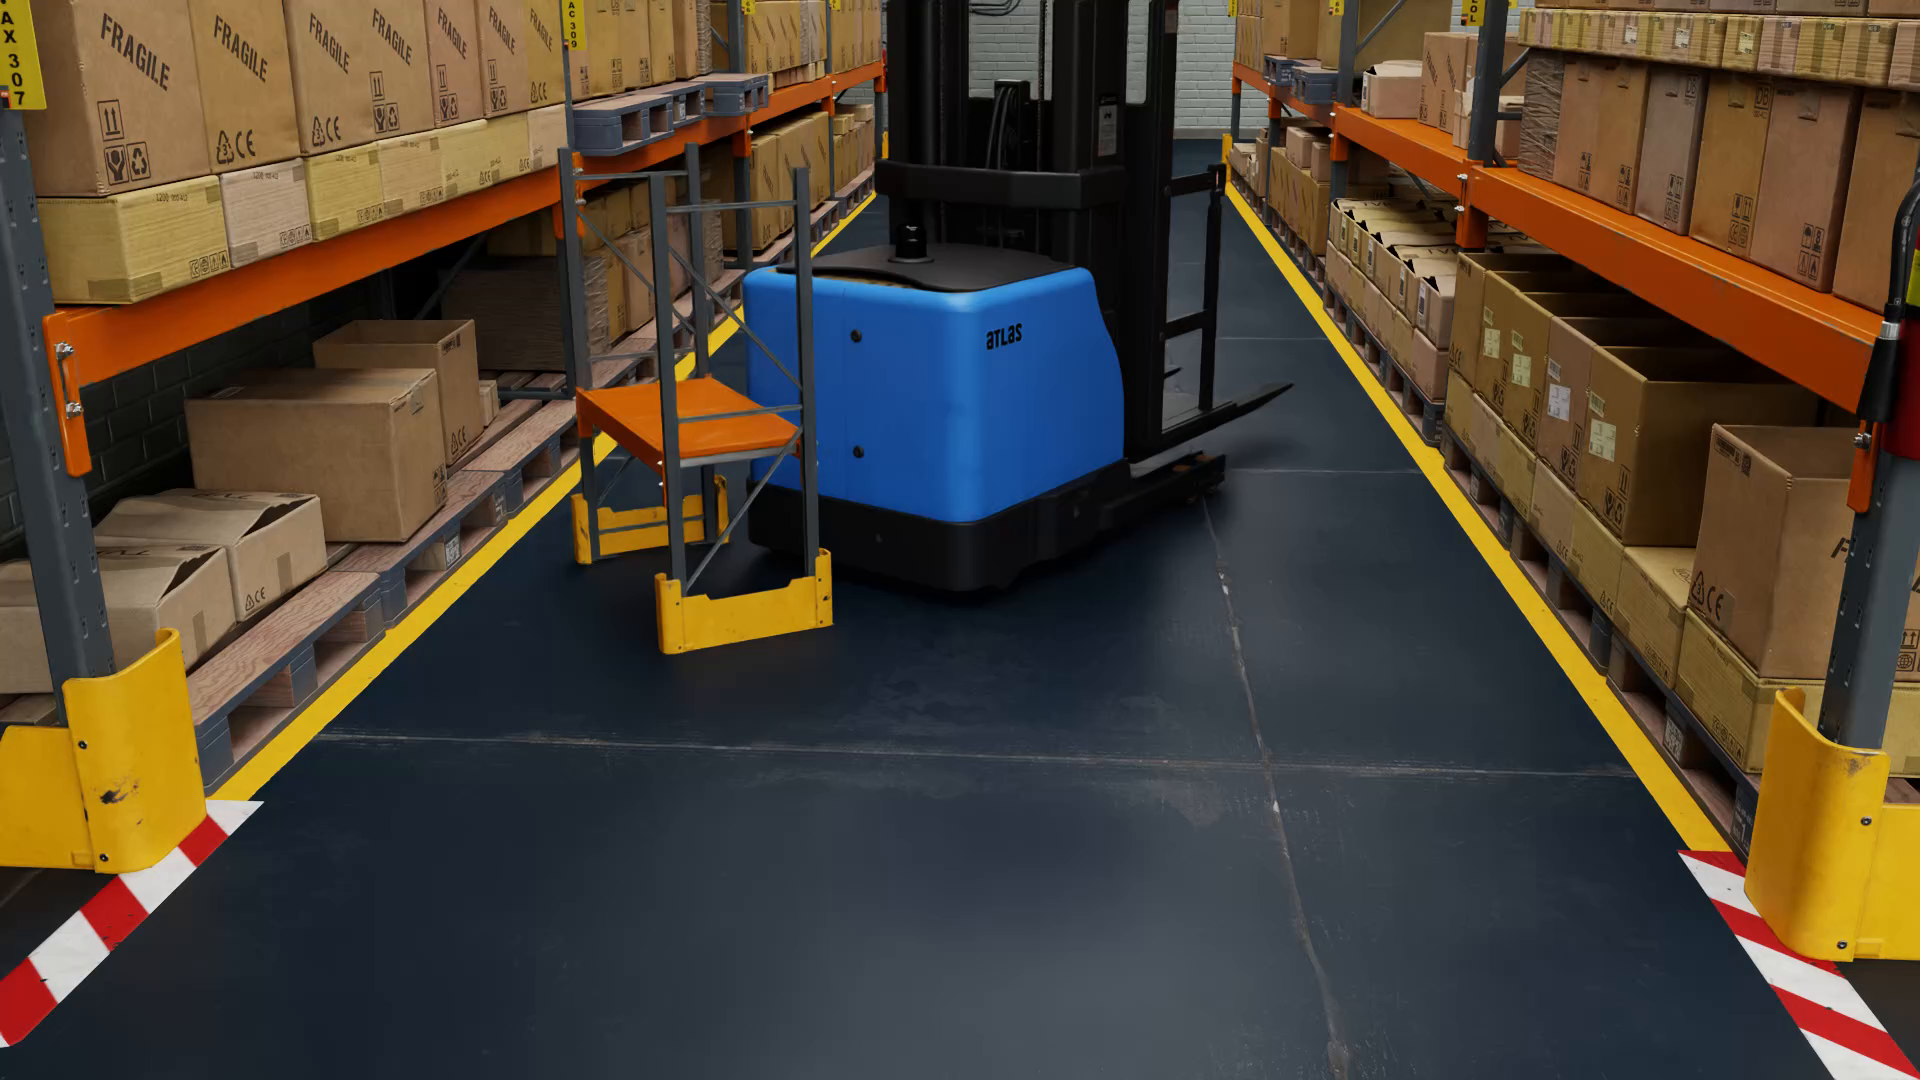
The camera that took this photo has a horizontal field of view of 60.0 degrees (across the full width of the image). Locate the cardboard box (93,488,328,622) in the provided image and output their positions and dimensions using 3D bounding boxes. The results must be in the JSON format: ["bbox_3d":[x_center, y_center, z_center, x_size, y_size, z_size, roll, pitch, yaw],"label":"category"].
[{"bbox_3d":[-2.345,0.011,5.184,0.500,0.311,0.500,3,18,8],"label":"cardboard box"}]

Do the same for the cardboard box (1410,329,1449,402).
[{"bbox_3d":[2.444,-0.829,7.877,0.500,0.250,0.500,1,18,3],"label":"cardboard box"}]

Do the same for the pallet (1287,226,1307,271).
[{"bbox_3d":[3.171,-2.327,13.185,1.003,0.211,1.213,1,18,4],"label":"pallet"}]

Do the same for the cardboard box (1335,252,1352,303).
[{"bbox_3d":[2.624,-1.624,10.302,0.500,0.250,0.500,1,18,2],"label":"cardboard box"}]

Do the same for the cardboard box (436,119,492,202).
[{"bbox_3d":[-2.034,-1.383,6.036,0.500,0.250,0.500,1,18,4],"label":"cardboard box"}]

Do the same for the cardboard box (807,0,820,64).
[{"bbox_3d":[-1.473,-4.285,14.014,0.500,0.500,0.500,1,18,4],"label":"cardboard box"}]

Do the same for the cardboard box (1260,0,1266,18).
[{"bbox_3d":[3.089,-5.130,15.495,0.500,0.500,0.500,1,18,3],"label":"cardboard box"}]

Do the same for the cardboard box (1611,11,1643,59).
[{"bbox_3d":[2.402,-1.677,5.521,0.380,0.149,0.250,1,18,2],"label":"cardboard box"}]

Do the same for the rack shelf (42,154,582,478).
[{"bbox_3d":[-2.381,-0.947,5.651,1.077,0.370,4.000,1,18,4],"label":"rack shelf"}]

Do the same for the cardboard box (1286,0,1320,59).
[{"bbox_3d":[3.034,-4.175,13.513,0.700,0.500,0.500,4,19,13],"label":"cardboard box"}]

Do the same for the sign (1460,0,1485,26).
[{"bbox_3d":[2.161,-2.322,6.961,0.100,0.325,0.005,1,18,4],"label":"sign"}]

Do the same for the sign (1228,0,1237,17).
[{"bbox_3d":[3.022,-5.951,18.377,0.100,0.325,0.005,1,18,4],"label":"sign"}]

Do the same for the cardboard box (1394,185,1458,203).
[{"bbox_3d":[3.308,-2.199,11.625,0.500,0.500,0.500,2,18,6],"label":"cardboard box"}]

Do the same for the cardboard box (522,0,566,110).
[{"bbox_3d":[-1.963,-2.051,6.869,0.500,0.500,0.500,1,18,4],"label":"cardboard box"}]

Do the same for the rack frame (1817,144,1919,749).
[{"bbox_3d":[2.416,-0.558,3.310,1.000,3.000,0.127,1,18,4],"label":"rack frame"}]

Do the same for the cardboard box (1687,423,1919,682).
[{"bbox_3d":[2.158,0.019,4.084,0.500,0.500,0.500,1,18,4],"label":"cardboard box"}]

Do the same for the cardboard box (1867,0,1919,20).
[{"bbox_3d":[2.466,-1.384,3.584,0.700,0.500,0.500,1,18,4],"label":"cardboard box"}]

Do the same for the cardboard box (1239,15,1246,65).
[{"bbox_3d":[3.237,-5.283,17.568,0.500,0.500,0.500,1,18,3],"label":"cardboard box"}]

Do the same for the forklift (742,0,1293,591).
[{"bbox_3d":[0.468,-1.617,6.649,1.130,2.935,3.031,12,22,33],"label":"forklift"}]

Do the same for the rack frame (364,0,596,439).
[{"bbox_3d":[-2.238,-1.910,7.435,1.000,3.000,0.127,1,18,4],"label":"rack frame"}]

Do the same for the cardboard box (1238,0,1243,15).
[{"bbox_3d":[3.269,-5.918,17.901,0.500,0.500,0.500,2,18,6],"label":"cardboard box"}]

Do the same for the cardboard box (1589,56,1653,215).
[{"bbox_3d":[2.606,-1.391,5.689,0.700,0.500,0.500,2,18,5],"label":"cardboard box"}]

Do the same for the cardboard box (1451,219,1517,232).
[{"bbox_3d":[3.128,-1.716,9.683,0.500,0.311,0.500,1,18,4],"label":"cardboard box"}]

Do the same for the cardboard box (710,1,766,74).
[{"bbox_3d":[-1.661,-3.496,11.604,0.500,0.500,0.500,2,18,6],"label":"cardboard box"}]

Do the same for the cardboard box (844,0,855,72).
[{"bbox_3d":[-1.552,-4.932,16.176,0.980,0.700,0.700,1,18,3],"label":"cardboard box"}]

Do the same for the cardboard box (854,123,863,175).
[{"bbox_3d":[-1.399,-4.117,17.512,0.700,0.500,0.500,1,18,2],"label":"cardboard box"}]

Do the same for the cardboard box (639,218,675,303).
[{"bbox_3d":[-2.111,-1.636,9.908,0.700,0.500,0.500,1,18,4],"label":"cardboard box"}]

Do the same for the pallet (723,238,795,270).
[{"bbox_3d":[-1.820,-2.070,12.403,1.003,0.211,1.213,1,18,4],"label":"pallet"}]

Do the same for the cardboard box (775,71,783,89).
[{"bbox_3d":[-1.598,-3.616,13.013,0.380,0.149,0.250,1,18,4],"label":"cardboard box"}]

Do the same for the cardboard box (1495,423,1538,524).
[{"bbox_3d":[2.286,-0.246,6.098,0.500,0.250,0.500,1,18,4],"label":"cardboard box"}]

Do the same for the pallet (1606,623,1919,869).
[{"bbox_3d":[2.429,0.528,4.472,1.003,0.211,1.213,1,18,4],"label":"pallet"}]

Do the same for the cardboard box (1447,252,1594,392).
[{"bbox_3d":[2.358,-0.913,6.929,0.500,0.500,0.500,1,18,4],"label":"cardboard box"}]

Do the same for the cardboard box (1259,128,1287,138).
[{"bbox_3d":[3.406,-3.892,16.785,0.797,0.503,0.637,1,18,4],"label":"cardboard box"}]

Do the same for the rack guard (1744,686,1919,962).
[{"bbox_3d":[2.415,0.637,3.676,1.175,0.500,0.348,1,18,4],"label":"rack guard"}]

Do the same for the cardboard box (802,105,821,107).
[{"bbox_3d":[-1.554,-4.623,18.014,0.380,0.149,0.250,1,18,4],"label":"cardboard box"}]

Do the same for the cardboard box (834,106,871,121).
[{"bbox_3d":[-1.173,-4.614,17.985,0.380,0.149,0.250,2,18,5],"label":"cardboard box"}]

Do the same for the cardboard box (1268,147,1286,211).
[{"bbox_3d":[2.999,-3.162,14.563,0.500,0.500,0.500,0,18,1],"label":"cardboard box"}]

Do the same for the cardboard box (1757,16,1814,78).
[{"bbox_3d":[2.310,-1.276,4.297,0.380,0.149,0.250,2,18,5],"label":"cardboard box"}]

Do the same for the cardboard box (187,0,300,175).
[{"bbox_3d":[-2.145,-1.257,4.447,0.500,0.500,0.500,1,18,4],"label":"cardboard box"}]

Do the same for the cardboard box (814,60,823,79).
[{"bbox_3d":[-1.401,-4.095,14.473,0.380,0.149,0.250,2,18,5],"label":"cardboard box"}]

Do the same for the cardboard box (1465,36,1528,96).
[{"bbox_3d":[2.812,-2.250,8.312,0.500,0.500,0.500,3,18,8],"label":"cardboard box"}]

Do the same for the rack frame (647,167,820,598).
[{"bbox_3d":[-0.689,-0.392,5.210,0.500,1.500,0.032,-9,20,-26],"label":"rack frame"}]

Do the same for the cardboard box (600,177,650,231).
[{"bbox_3d":[-2.086,-1.970,9.721,0.500,0.250,0.500,1,18,4],"label":"cardboard box"}]

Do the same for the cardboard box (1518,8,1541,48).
[{"bbox_3d":[2.491,-2.077,6.743,0.380,0.149,0.250,1,18,4],"label":"cardboard box"}]

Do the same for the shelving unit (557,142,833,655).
[{"bbox_3d":[-0.930,-0.534,5.645,0.587,1.500,1.083,-9,20,-26],"label":"shelving unit"}]

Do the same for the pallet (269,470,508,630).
[{"bbox_3d":[-2.336,0.004,6.071,1.003,0.211,1.213,1,18,4],"label":"pallet"}]

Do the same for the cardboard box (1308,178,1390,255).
[{"bbox_3d":[2.823,-2.360,12.116,0.500,0.500,0.500,2,18,6],"label":"cardboard box"}]

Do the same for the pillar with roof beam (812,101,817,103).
[{"bbox_3d":[2.247,-9.250,20.200,9.100,9.000,0.400,1,18,4],"label":"pillar with roof beam"}]

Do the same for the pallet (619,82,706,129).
[{"bbox_3d":[-2.052,-2.446,9.377,1.003,0.211,1.213,1,18,4],"label":"pallet"}]

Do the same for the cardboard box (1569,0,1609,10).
[{"bbox_3d":[2.643,-2.170,5.984,0.700,0.500,0.500,1,18,4],"label":"cardboard box"}]

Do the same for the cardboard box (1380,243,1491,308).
[{"bbox_3d":[2.515,-1.409,8.746,0.500,0.311,0.500,1,18,4],"label":"cardboard box"}]

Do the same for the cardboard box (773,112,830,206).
[{"bbox_3d":[-1.581,-3.368,14.662,0.750,0.750,0.750,1,18,5],"label":"cardboard box"}]

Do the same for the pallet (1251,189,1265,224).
[{"bbox_3d":[3.327,-3.173,15.769,1.003,0.211,1.213,1,18,4],"label":"pallet"}]

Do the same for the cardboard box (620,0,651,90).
[{"bbox_3d":[-2.104,-2.703,8.987,0.700,0.500,0.500,4,19,11],"label":"cardboard box"}]
